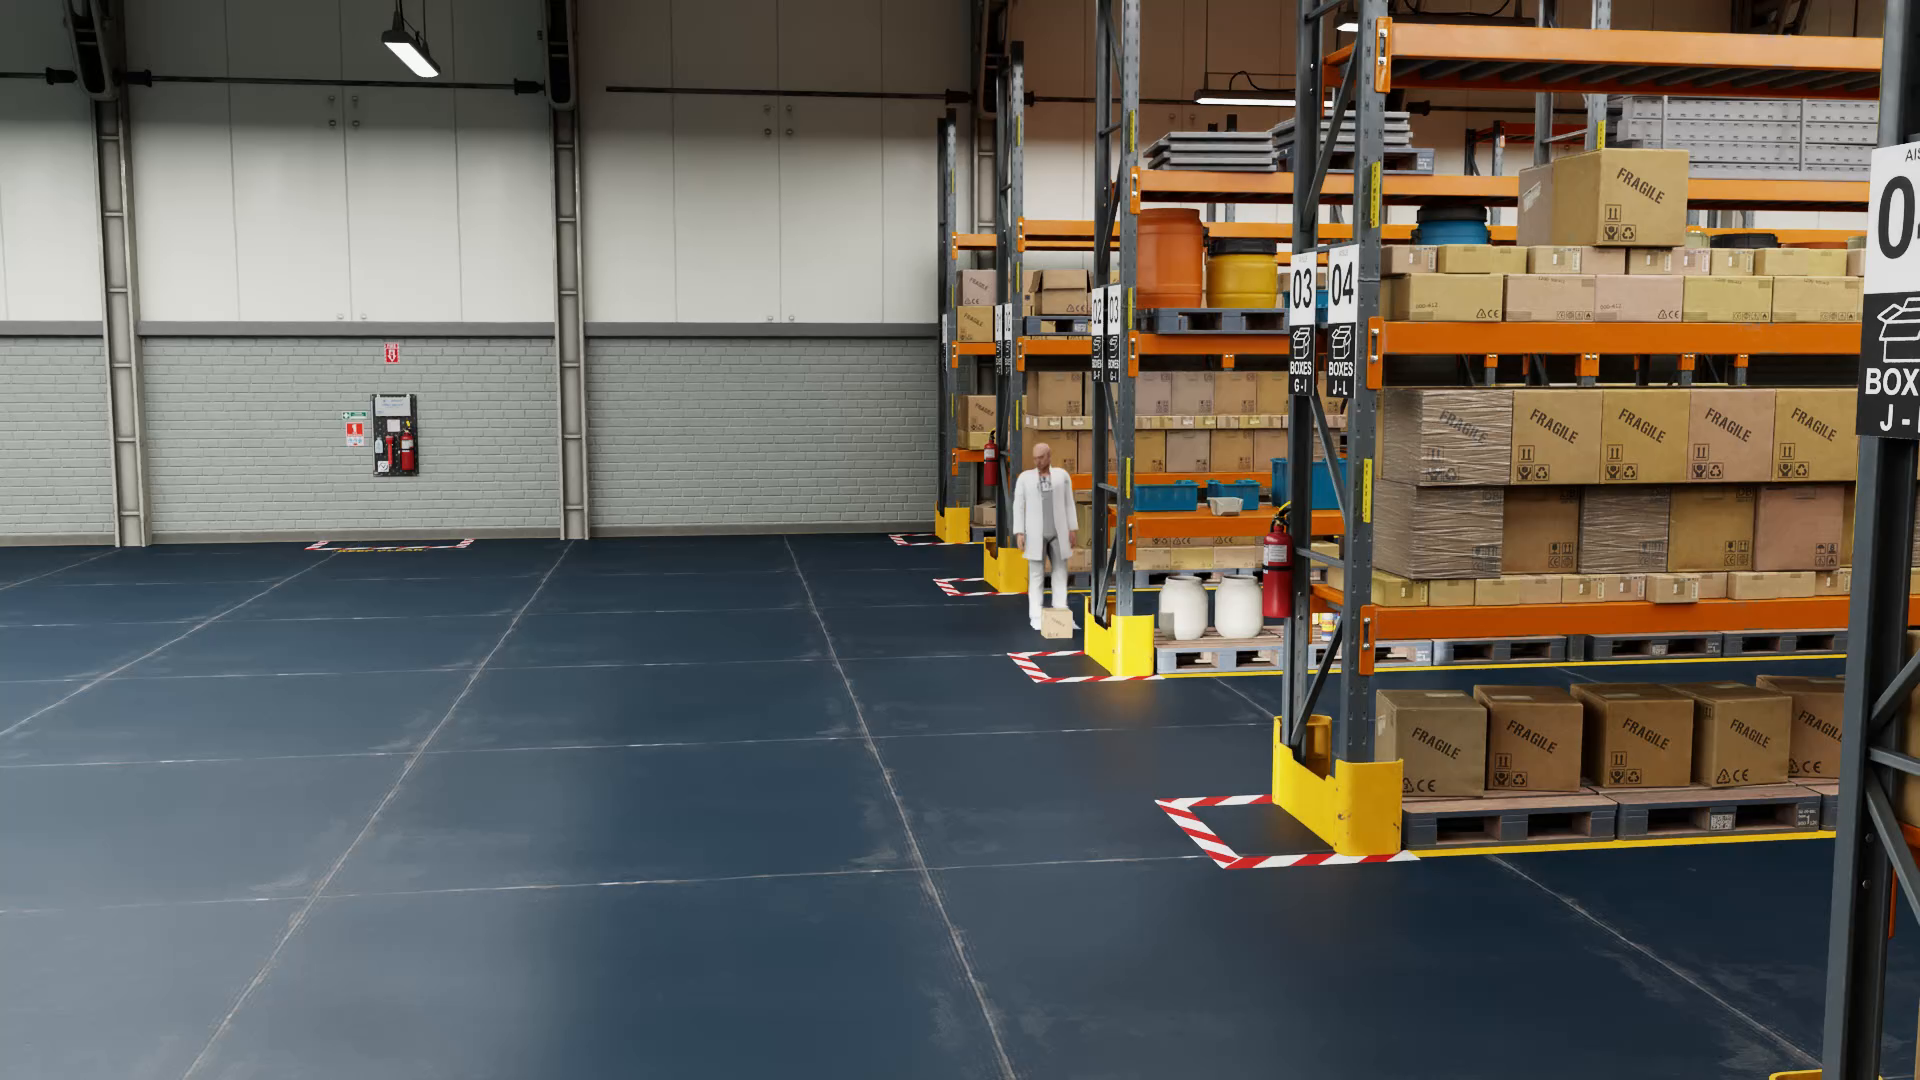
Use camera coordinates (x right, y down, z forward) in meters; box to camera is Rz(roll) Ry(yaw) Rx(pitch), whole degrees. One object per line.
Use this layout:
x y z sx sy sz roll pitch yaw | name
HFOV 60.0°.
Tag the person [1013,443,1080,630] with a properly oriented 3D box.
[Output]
0.836 -0.023 16.037 0.638 1.818 0.417 -1 6 -7 | person
